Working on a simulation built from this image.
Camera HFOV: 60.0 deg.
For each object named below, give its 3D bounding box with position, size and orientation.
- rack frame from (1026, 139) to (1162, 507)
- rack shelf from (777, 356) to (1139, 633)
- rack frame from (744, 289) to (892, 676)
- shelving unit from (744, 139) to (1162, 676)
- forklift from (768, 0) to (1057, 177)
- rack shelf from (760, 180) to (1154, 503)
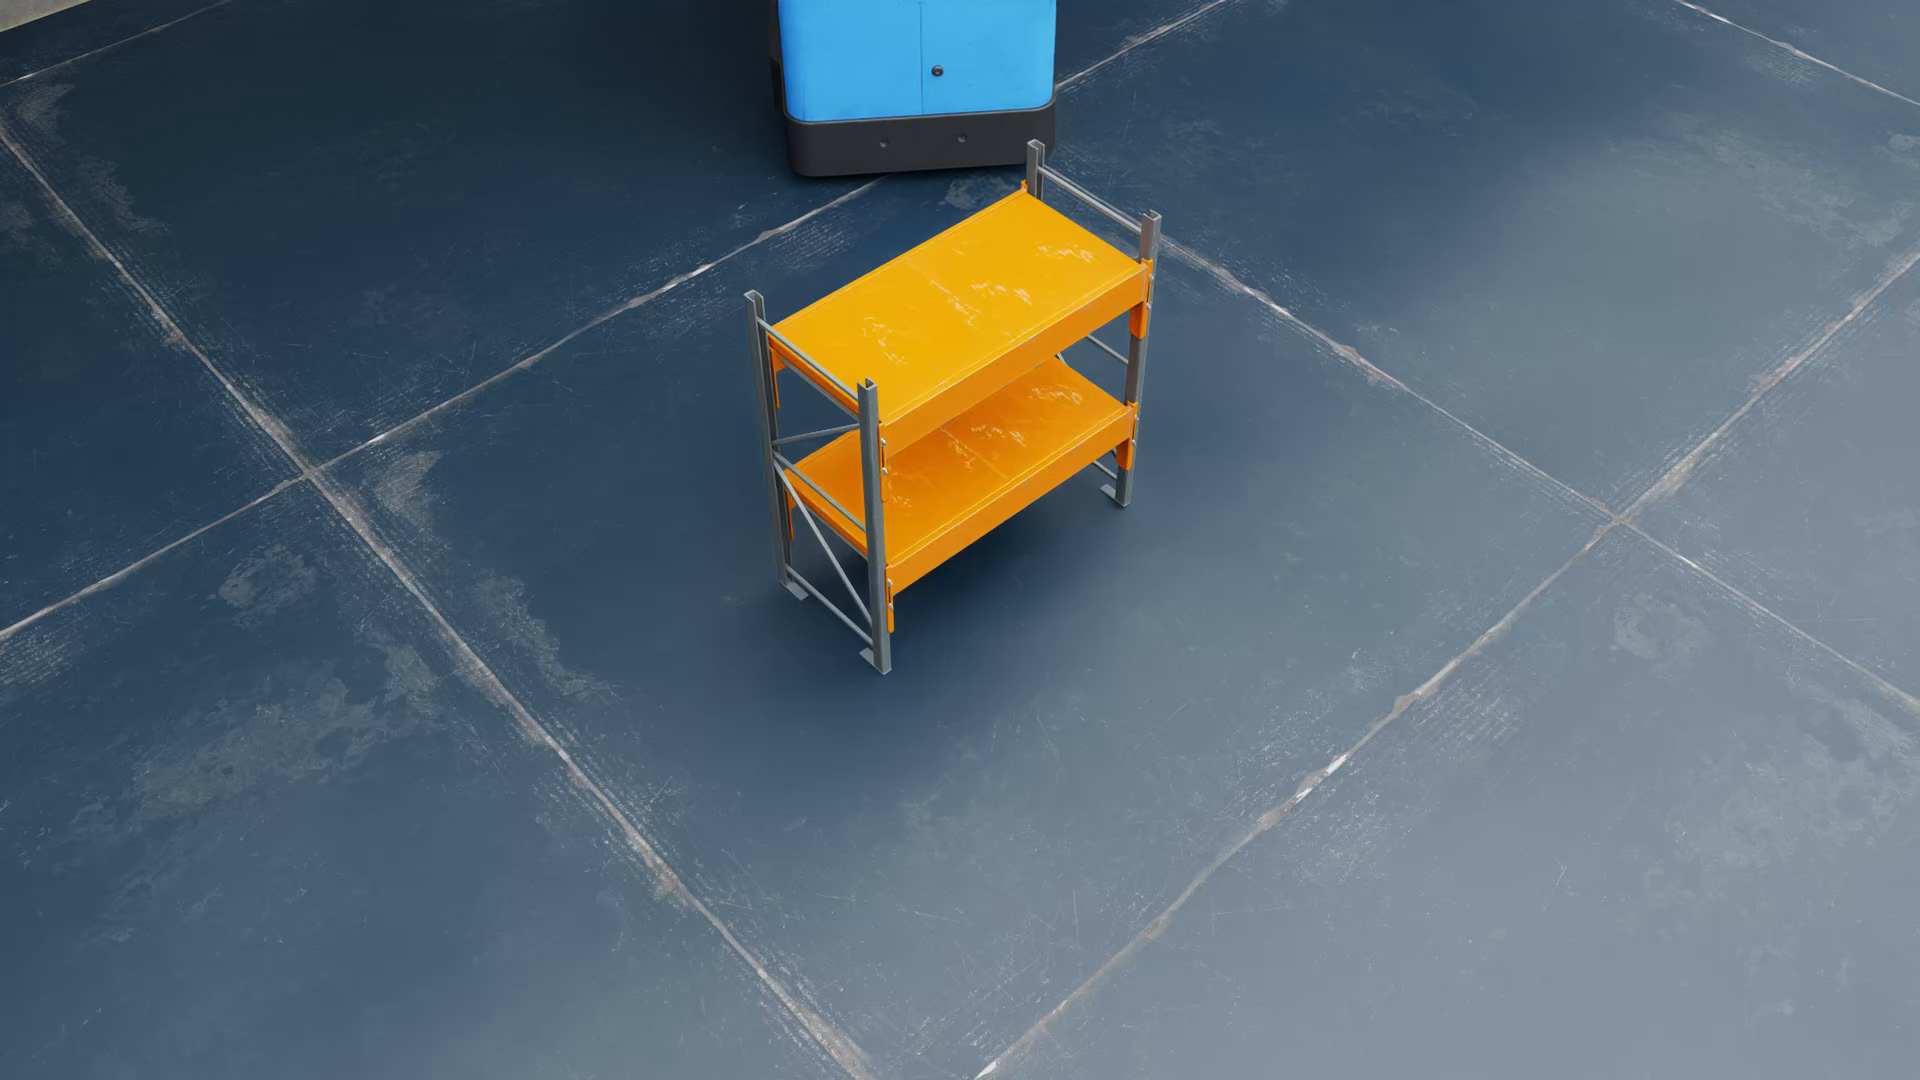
[{"bbox_3d":[0.371,-0.629,5.065,0.032,1.125,0.500,-34,56,-27],"label":"rack frame"},{"bbox_3d":[-0.005,-0.212,5.013,1.000,0.278,0.538,-34,56,-27],"label":"rack shelf"},{"bbox_3d":[-0.381,-0.127,4.602,0.032,1.125,0.500,-34,56,-27],"label":"rack frame"},{"bbox_3d":[-0.005,-0.378,4.834,1.048,1.125,0.538,-34,56,-27],"label":"shelving unit"},{"bbox_3d":[-0.302,-3.493,6.479,1.130,2.935,3.031,-5,47,-4],"label":"forklift"},{"bbox_3d":[-0.005,-0.577,4.618,1.000,0.278,0.538,-34,56,-27],"label":"rack shelf"}]
